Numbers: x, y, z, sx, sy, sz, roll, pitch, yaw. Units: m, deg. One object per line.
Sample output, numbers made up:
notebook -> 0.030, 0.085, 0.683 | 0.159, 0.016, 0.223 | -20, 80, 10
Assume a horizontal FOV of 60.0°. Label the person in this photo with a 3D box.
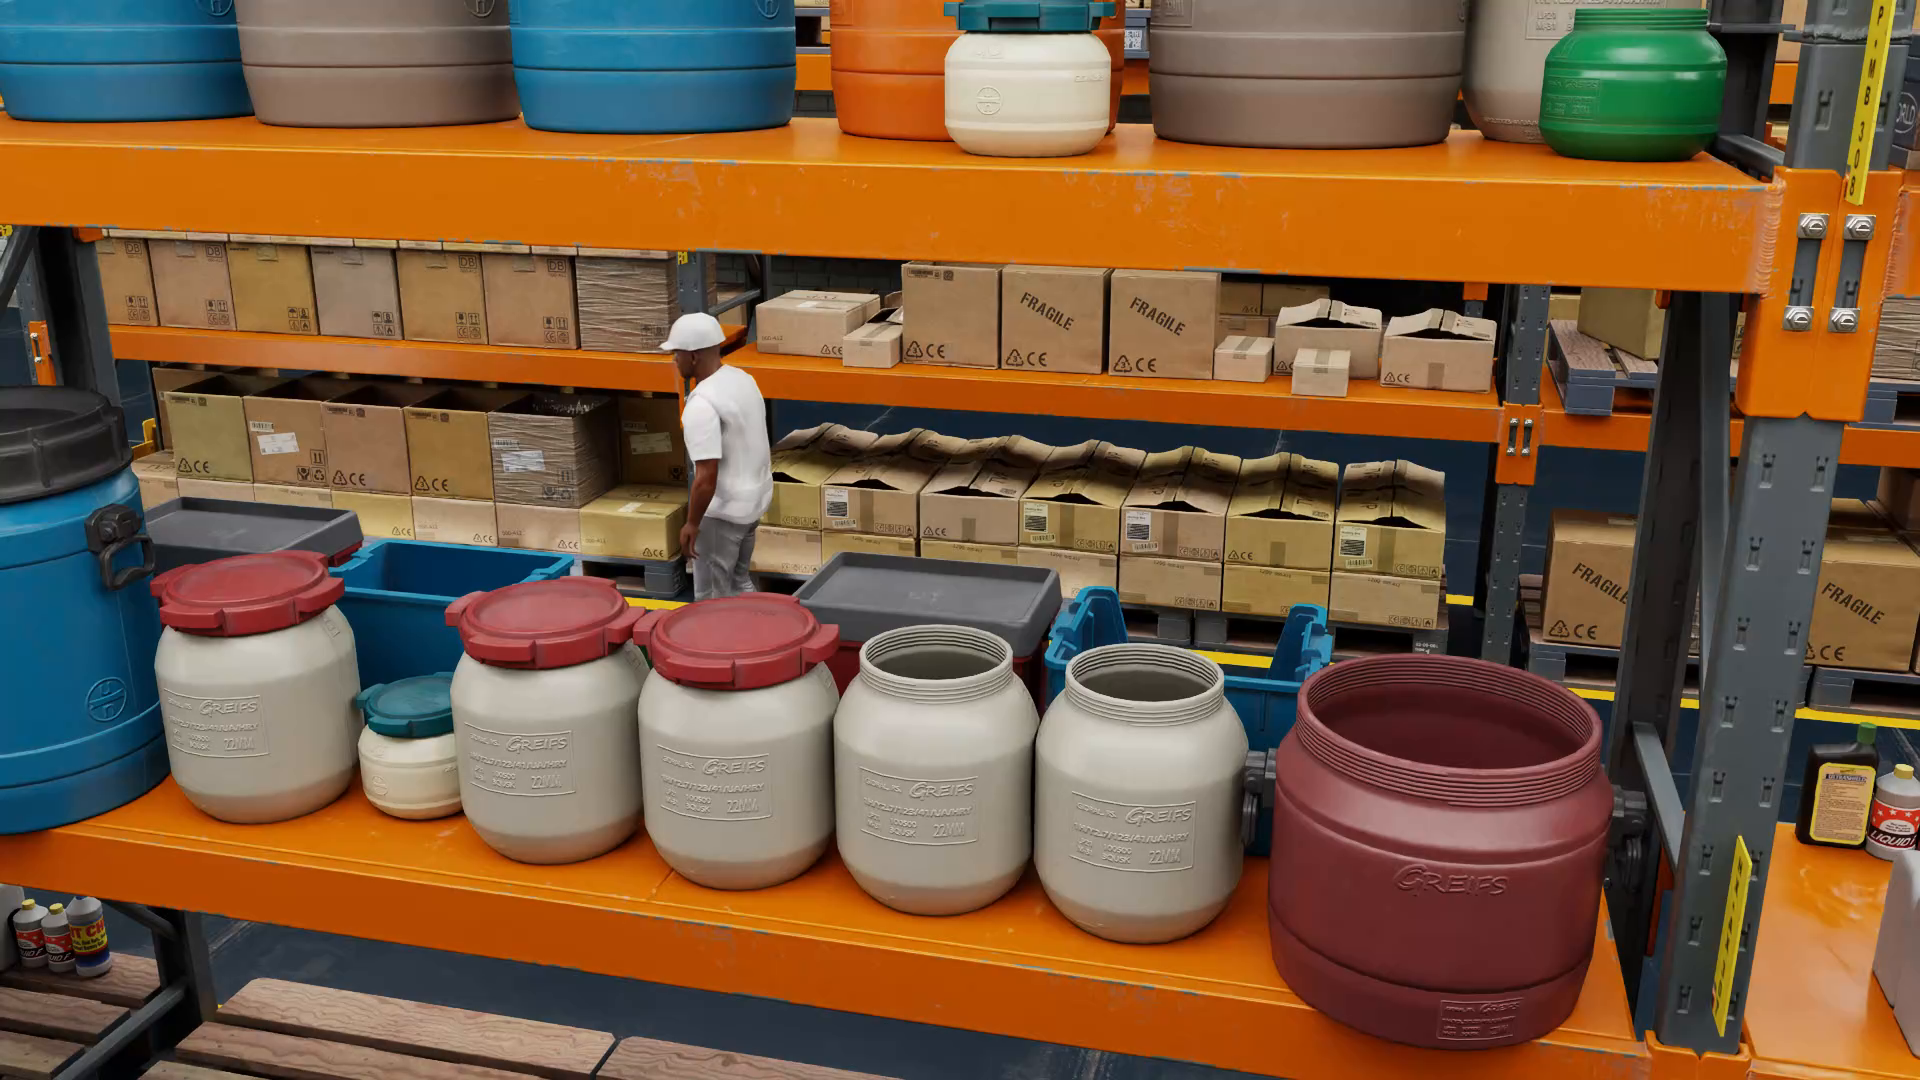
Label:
person -> -1.080, -0.150, 7.483 | 0.456, 1.761, 0.627 | 5, 19, 14
